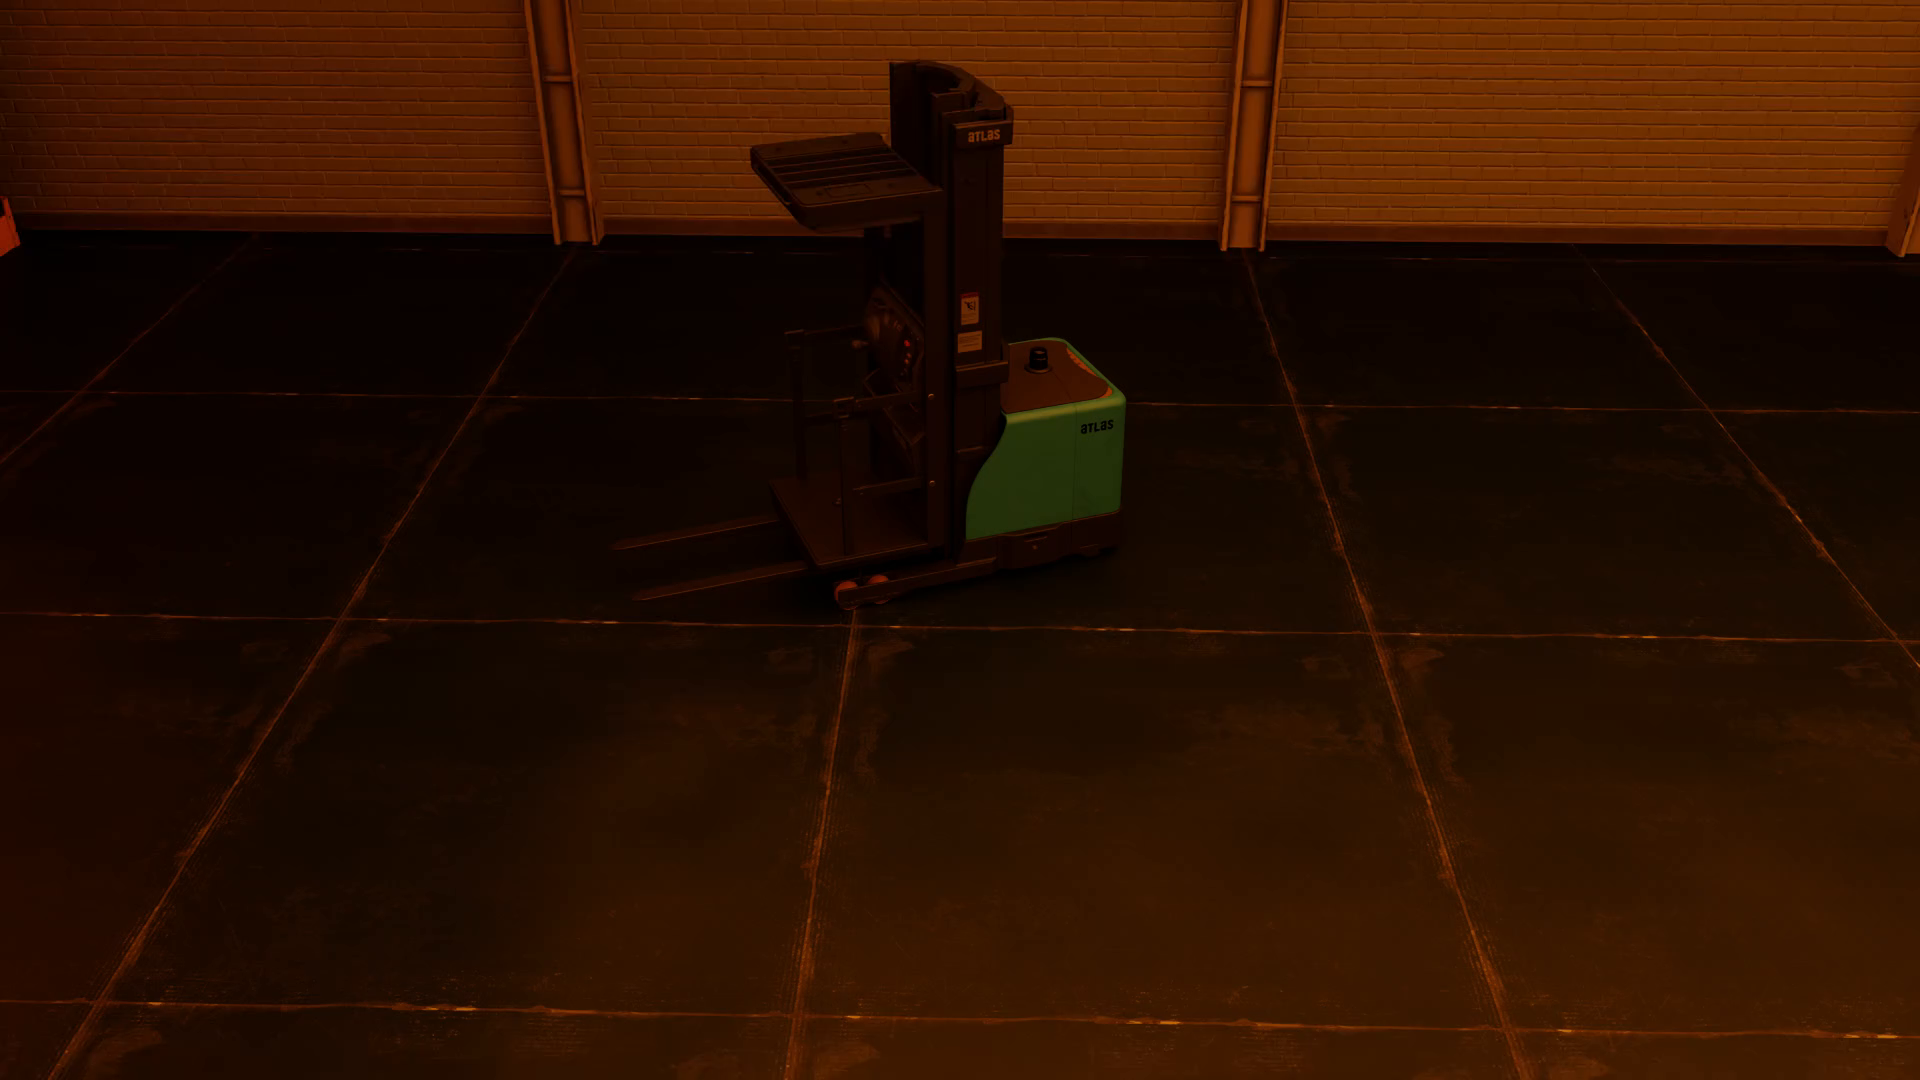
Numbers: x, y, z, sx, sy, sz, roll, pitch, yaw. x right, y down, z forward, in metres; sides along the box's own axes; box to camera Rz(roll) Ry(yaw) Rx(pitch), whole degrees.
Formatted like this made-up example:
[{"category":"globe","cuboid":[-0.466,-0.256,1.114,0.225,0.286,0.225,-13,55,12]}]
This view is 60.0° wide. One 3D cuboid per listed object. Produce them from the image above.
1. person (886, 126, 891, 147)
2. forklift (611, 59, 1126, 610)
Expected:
[{"category":"person","cuboid":[-0.325,-2.827,13.543,0.672,1.781,0.470,-1,31,-1]},{"category":"forklift","cuboid":[-0.569,-1.153,9.570,3.031,2.935,1.130,-11,32,-18]}]
